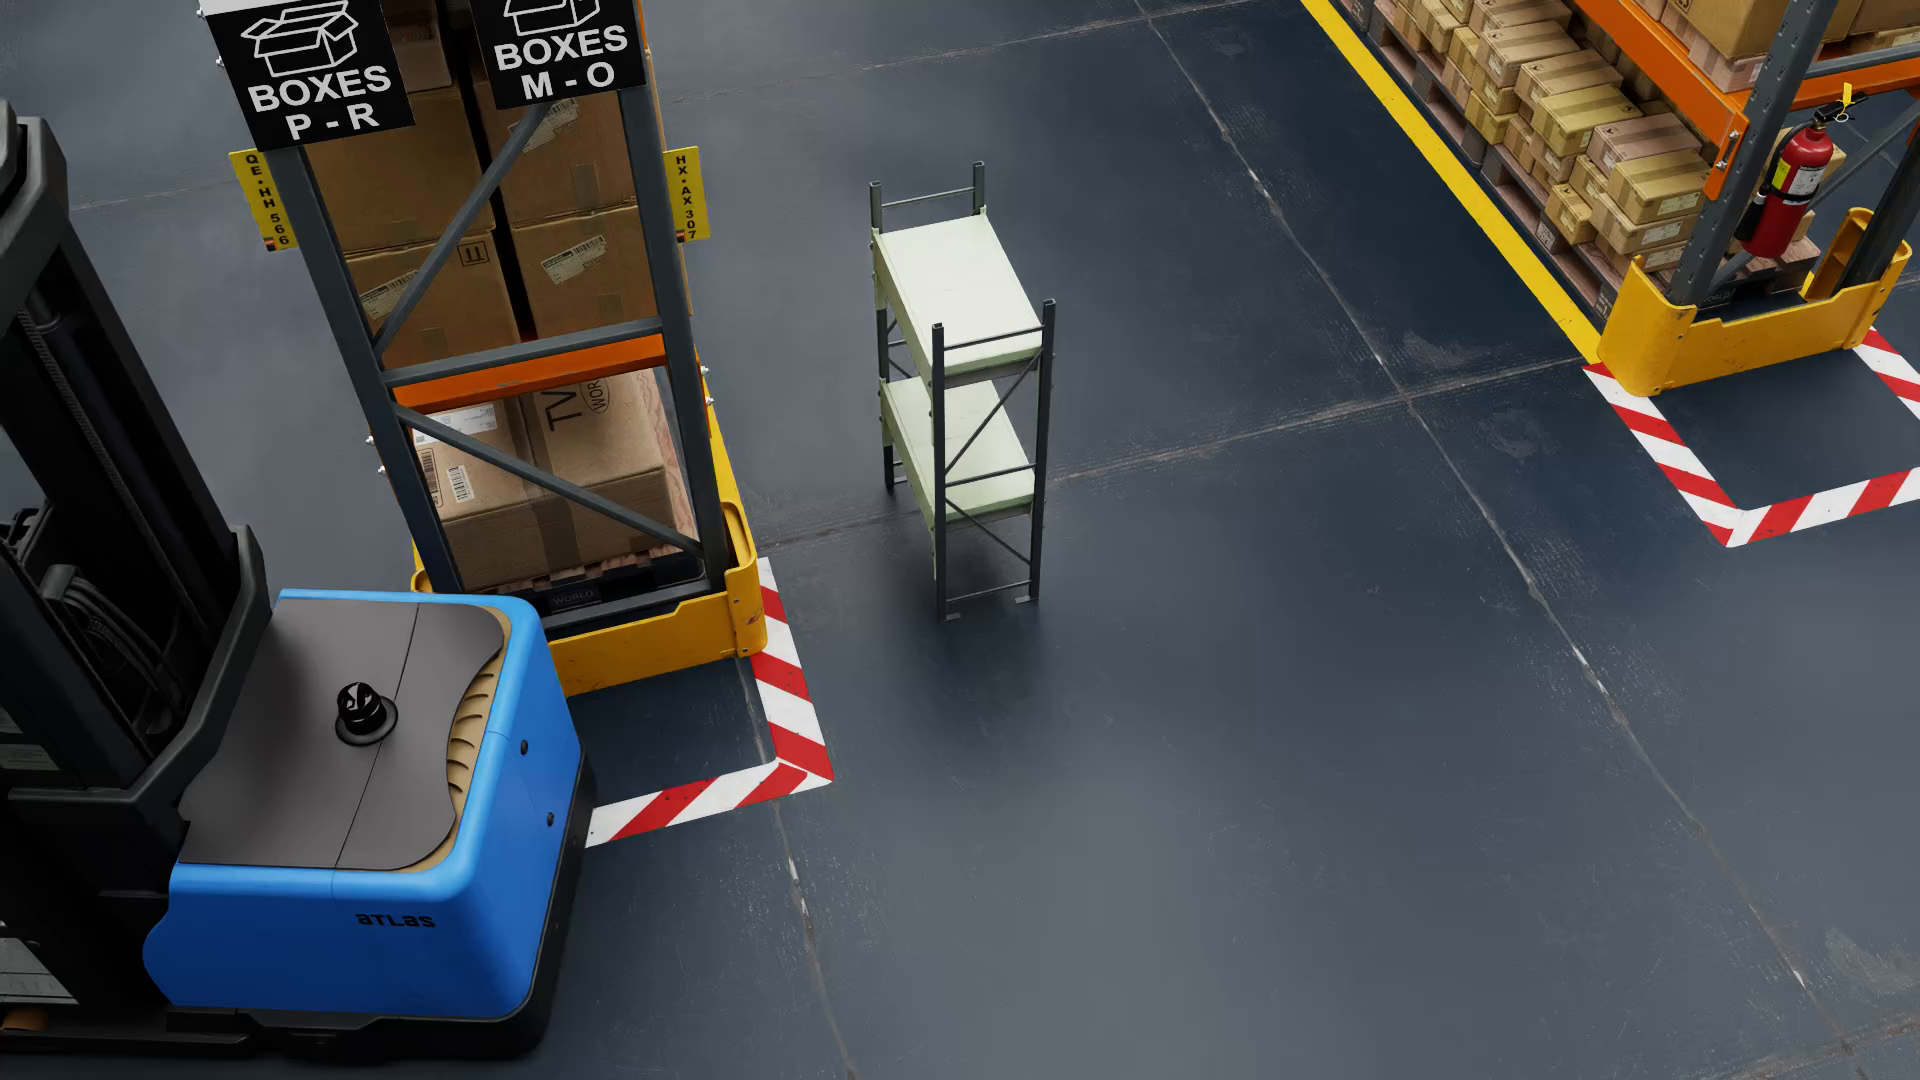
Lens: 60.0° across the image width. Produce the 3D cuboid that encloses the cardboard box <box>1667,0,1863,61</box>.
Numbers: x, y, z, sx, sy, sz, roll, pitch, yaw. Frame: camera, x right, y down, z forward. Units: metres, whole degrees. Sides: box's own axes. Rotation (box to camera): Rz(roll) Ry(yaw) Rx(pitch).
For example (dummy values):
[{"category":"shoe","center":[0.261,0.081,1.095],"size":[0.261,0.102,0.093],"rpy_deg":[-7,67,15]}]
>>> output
[{"category":"cardboard box","center":[3.001,-2.158,6.137],"size":[0.500,0.500,0.500],"rpy_deg":[-12,51,-10]}]

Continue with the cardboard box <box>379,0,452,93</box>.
[{"category":"cardboard box","center":[-1.616,-1.347,4.570],"size":[0.380,0.149,0.250],"rpy_deg":[-13,51,-10]}]

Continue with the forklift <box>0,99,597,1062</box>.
[{"category":"forklift","center":[-2.779,0.241,4.420],"size":[3.031,2.935,1.130],"rpy_deg":[2,50,2]}]

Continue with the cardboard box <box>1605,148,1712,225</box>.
[{"category":"cardboard box","center":[2.981,-1.498,7.041],"size":[0.380,0.149,0.250],"rpy_deg":[-13,51,-11]}]

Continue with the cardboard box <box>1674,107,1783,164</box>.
[{"category":"cardboard box","center":[3.353,-1.802,7.298],"size":[0.380,0.149,0.250],"rpy_deg":[-12,51,-10]}]

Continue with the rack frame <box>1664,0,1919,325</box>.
[{"category":"rack frame","center":[3.380,-1.760,6.062],"size":[1.000,3.000,0.127],"rpy_deg":[-13,51,-11]}]

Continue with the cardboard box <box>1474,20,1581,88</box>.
[{"category":"cardboard box","center":[2.615,-2.242,7.668],"size":[0.380,0.149,0.250],"rpy_deg":[-12,51,-10]}]

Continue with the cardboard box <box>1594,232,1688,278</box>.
[{"category":"cardboard box","center":[3.025,-1.314,7.275],"size":[0.380,0.149,0.250],"rpy_deg":[-13,51,-10]}]

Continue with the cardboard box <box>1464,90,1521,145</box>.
[{"category":"cardboard box","center":[2.636,-2.041,7.888],"size":[0.380,0.149,0.250],"rpy_deg":[-15,52,-13]}]

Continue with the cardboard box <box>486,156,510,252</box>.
[{"category":"cardboard box","center":[-1.848,-1.262,5.576],"size":[0.500,0.500,0.500],"rpy_deg":[-14,51,-12]}]

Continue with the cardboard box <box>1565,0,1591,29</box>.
[{"category":"cardboard box","center":[3.141,-2.584,7.957],"size":[0.380,0.149,0.250],"rpy_deg":[-13,51,-10]}]

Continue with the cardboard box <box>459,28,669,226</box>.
[{"category":"cardboard box","center":[-1.189,-1.336,4.985],"size":[0.500,0.500,0.500],"rpy_deg":[-14,51,-12]}]

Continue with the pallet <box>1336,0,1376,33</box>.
[{"category":"pallet","center":[2.429,-3.300,9.184],"size":[1.003,0.211,1.213],"rpy_deg":[-13,51,-11]}]

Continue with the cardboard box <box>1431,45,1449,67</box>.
[{"category":"cardboard box","center":[2.571,-2.446,8.230],"size":[0.380,0.149,0.250],"rpy_deg":[-12,51,-10]}]

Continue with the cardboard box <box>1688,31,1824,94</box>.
[{"category":"cardboard box","center":[3.014,-1.853,6.304],"size":[0.380,0.149,0.250],"rpy_deg":[-13,51,-11]}]

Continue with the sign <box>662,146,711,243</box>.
[{"category":"sign","center":[-0.787,-0.993,4.797],"size":[0.100,0.325,0.005],"rpy_deg":[-13,51,-11]}]

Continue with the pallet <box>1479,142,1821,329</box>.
[{"category":"pallet","center":[3.151,-1.518,7.681],"size":[1.003,0.211,1.213],"rpy_deg":[-13,51,-11]}]

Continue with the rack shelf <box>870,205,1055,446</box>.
[{"category":"rack shelf","center":[-0.002,-0.740,5.672],"size":[0.431,0.370,0.720],"rpy_deg":[-13,51,-11]}]

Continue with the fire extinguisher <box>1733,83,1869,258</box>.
[{"category":"fire extinguisher","center":[3.014,-1.327,5.991],"size":[0.296,0.674,0.183],"rpy_deg":[-13,51,-11]}]

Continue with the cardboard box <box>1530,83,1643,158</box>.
[{"category":"cardboard box","center":[2.764,-1.855,7.342],"size":[0.380,0.149,0.250],"rpy_deg":[-14,51,-12]}]

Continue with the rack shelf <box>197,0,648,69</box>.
[{"category":"rack shelf","center":[-1.910,-2.763,5.415],"size":[1.077,0.370,4.000],"rpy_deg":[-13,51,-11]}]

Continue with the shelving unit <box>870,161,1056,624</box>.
[{"category":"shelving unit","center":[-0.002,-0.488,5.970],"size":[0.431,1.500,0.755],"rpy_deg":[-13,51,-11]}]

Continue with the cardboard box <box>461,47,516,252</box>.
[{"category":"cardboard box","center":[-1.363,-1.378,5.674],"size":[0.500,0.500,0.500],"rpy_deg":[-14,51,-11]}]

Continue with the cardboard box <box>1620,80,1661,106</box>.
[{"category":"cardboard box","center":[3.314,-2.097,7.741],"size":[0.380,0.149,0.250],"rpy_deg":[-12,51,-10]}]

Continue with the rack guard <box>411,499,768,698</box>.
[{"category":"rack guard","center":[-1.312,0.256,5.997],"size":[1.175,0.500,0.348],"rpy_deg":[-13,51,-11]}]

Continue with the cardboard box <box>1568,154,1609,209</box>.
[{"category":"cardboard box","center":[2.925,-1.596,7.319],"size":[0.380,0.149,0.250],"rpy_deg":[-14,51,-12]}]

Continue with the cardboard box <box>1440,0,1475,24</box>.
[{"category":"cardboard box","center":[2.539,-2.644,8.008],"size":[0.380,0.149,0.250],"rpy_deg":[-13,51,-11]}]

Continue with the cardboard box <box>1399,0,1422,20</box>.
[{"category":"cardboard box","center":[2.416,-2.720,8.266],"size":[0.380,0.149,0.250],"rpy_deg":[-14,51,-11]}]

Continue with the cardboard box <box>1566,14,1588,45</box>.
[{"category":"cardboard box","center":[3.025,-2.458,8.045],"size":[0.380,0.149,0.250],"rpy_deg":[-11,51,-9]}]

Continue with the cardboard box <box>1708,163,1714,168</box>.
[{"category":"cardboard box","center":[3.443,-1.726,7.428],"size":[0.380,0.149,0.250],"rpy_deg":[-14,51,-11]}]

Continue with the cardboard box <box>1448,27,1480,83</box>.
[{"category":"cardboard box","center":[2.572,-2.339,7.945],"size":[0.380,0.149,0.250],"rpy_deg":[-11,51,-9]}]

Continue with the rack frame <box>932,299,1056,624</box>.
[{"category":"rack frame","center":[0.106,-0.221,5.745],"size":[0.400,1.500,0.023],"rpy_deg":[-13,51,-11]}]

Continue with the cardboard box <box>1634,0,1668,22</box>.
[{"category":"cardboard box","center":[2.887,-2.223,6.616],"size":[0.380,0.149,0.250],"rpy_deg":[-14,51,-11]}]

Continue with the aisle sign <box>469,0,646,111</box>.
[{"category":"aisle sign","center":[-1.020,-1.418,4.073],"size":[0.394,0.787,0.004],"rpy_deg":[-13,51,-11]}]

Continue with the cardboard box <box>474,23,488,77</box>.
[{"category":"cardboard box","center":[-1.159,-1.452,4.659],"size":[0.380,0.149,0.250],"rpy_deg":[-12,51,-10]}]

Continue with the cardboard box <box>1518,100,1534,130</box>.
[{"category":"cardboard box","center":[2.815,-1.992,7.652],"size":[0.380,0.149,0.250],"rpy_deg":[-14,51,-11]}]

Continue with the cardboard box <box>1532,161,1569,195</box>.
[{"category":"cardboard box","center":[2.856,-1.691,7.593],"size":[0.380,0.149,0.250],"rpy_deg":[-14,51,-11]}]

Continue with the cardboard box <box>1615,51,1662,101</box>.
[{"category":"cardboard box","center":[3.249,-2.177,7.614],"size":[0.380,0.149,0.250],"rpy_deg":[-16,52,-13]}]

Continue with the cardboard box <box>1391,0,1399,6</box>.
[{"category":"cardboard box","center":[2.435,-2.833,8.556],"size":[0.380,0.149,0.250],"rpy_deg":[-15,52,-13]}]
